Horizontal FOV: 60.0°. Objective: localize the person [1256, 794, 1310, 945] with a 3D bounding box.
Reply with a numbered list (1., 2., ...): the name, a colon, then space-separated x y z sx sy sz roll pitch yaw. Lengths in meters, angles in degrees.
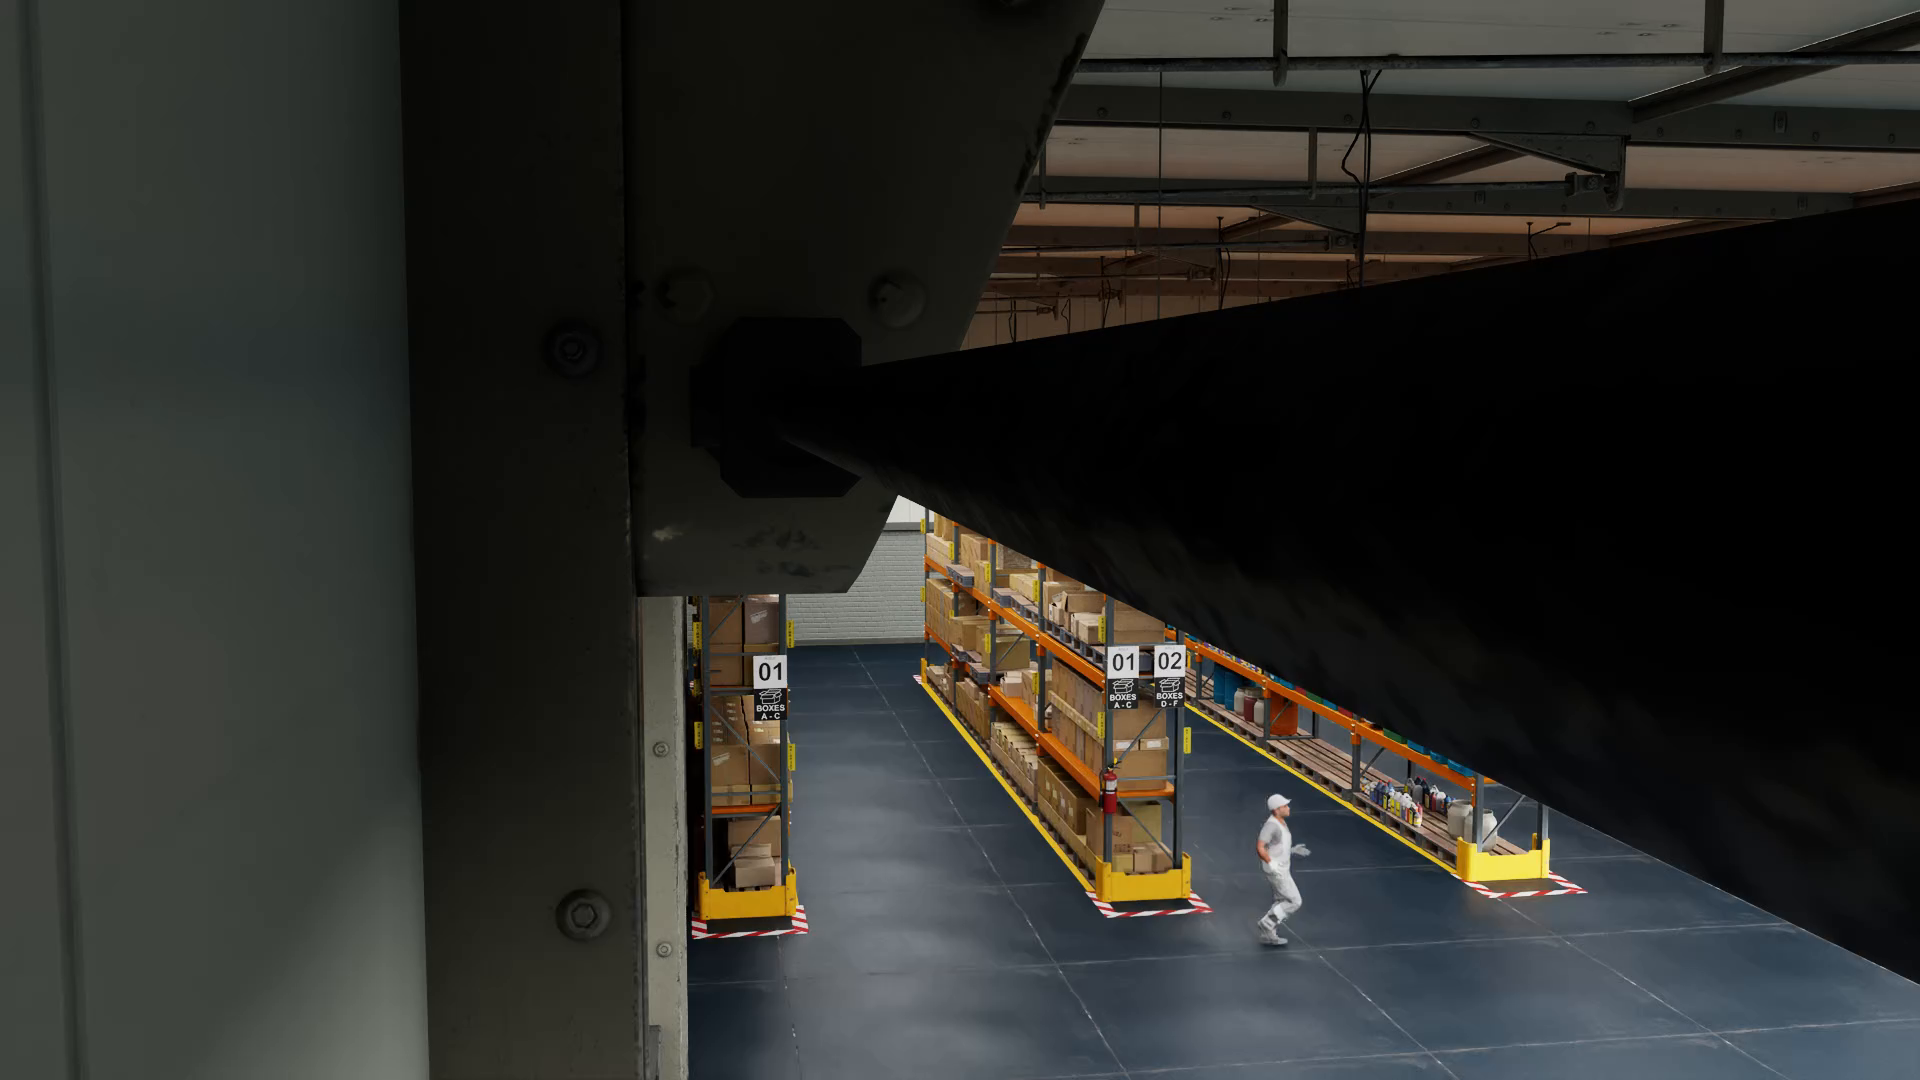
1. person: 3.705 3.784 19.039 0.566 1.749 0.665 1 5 16
